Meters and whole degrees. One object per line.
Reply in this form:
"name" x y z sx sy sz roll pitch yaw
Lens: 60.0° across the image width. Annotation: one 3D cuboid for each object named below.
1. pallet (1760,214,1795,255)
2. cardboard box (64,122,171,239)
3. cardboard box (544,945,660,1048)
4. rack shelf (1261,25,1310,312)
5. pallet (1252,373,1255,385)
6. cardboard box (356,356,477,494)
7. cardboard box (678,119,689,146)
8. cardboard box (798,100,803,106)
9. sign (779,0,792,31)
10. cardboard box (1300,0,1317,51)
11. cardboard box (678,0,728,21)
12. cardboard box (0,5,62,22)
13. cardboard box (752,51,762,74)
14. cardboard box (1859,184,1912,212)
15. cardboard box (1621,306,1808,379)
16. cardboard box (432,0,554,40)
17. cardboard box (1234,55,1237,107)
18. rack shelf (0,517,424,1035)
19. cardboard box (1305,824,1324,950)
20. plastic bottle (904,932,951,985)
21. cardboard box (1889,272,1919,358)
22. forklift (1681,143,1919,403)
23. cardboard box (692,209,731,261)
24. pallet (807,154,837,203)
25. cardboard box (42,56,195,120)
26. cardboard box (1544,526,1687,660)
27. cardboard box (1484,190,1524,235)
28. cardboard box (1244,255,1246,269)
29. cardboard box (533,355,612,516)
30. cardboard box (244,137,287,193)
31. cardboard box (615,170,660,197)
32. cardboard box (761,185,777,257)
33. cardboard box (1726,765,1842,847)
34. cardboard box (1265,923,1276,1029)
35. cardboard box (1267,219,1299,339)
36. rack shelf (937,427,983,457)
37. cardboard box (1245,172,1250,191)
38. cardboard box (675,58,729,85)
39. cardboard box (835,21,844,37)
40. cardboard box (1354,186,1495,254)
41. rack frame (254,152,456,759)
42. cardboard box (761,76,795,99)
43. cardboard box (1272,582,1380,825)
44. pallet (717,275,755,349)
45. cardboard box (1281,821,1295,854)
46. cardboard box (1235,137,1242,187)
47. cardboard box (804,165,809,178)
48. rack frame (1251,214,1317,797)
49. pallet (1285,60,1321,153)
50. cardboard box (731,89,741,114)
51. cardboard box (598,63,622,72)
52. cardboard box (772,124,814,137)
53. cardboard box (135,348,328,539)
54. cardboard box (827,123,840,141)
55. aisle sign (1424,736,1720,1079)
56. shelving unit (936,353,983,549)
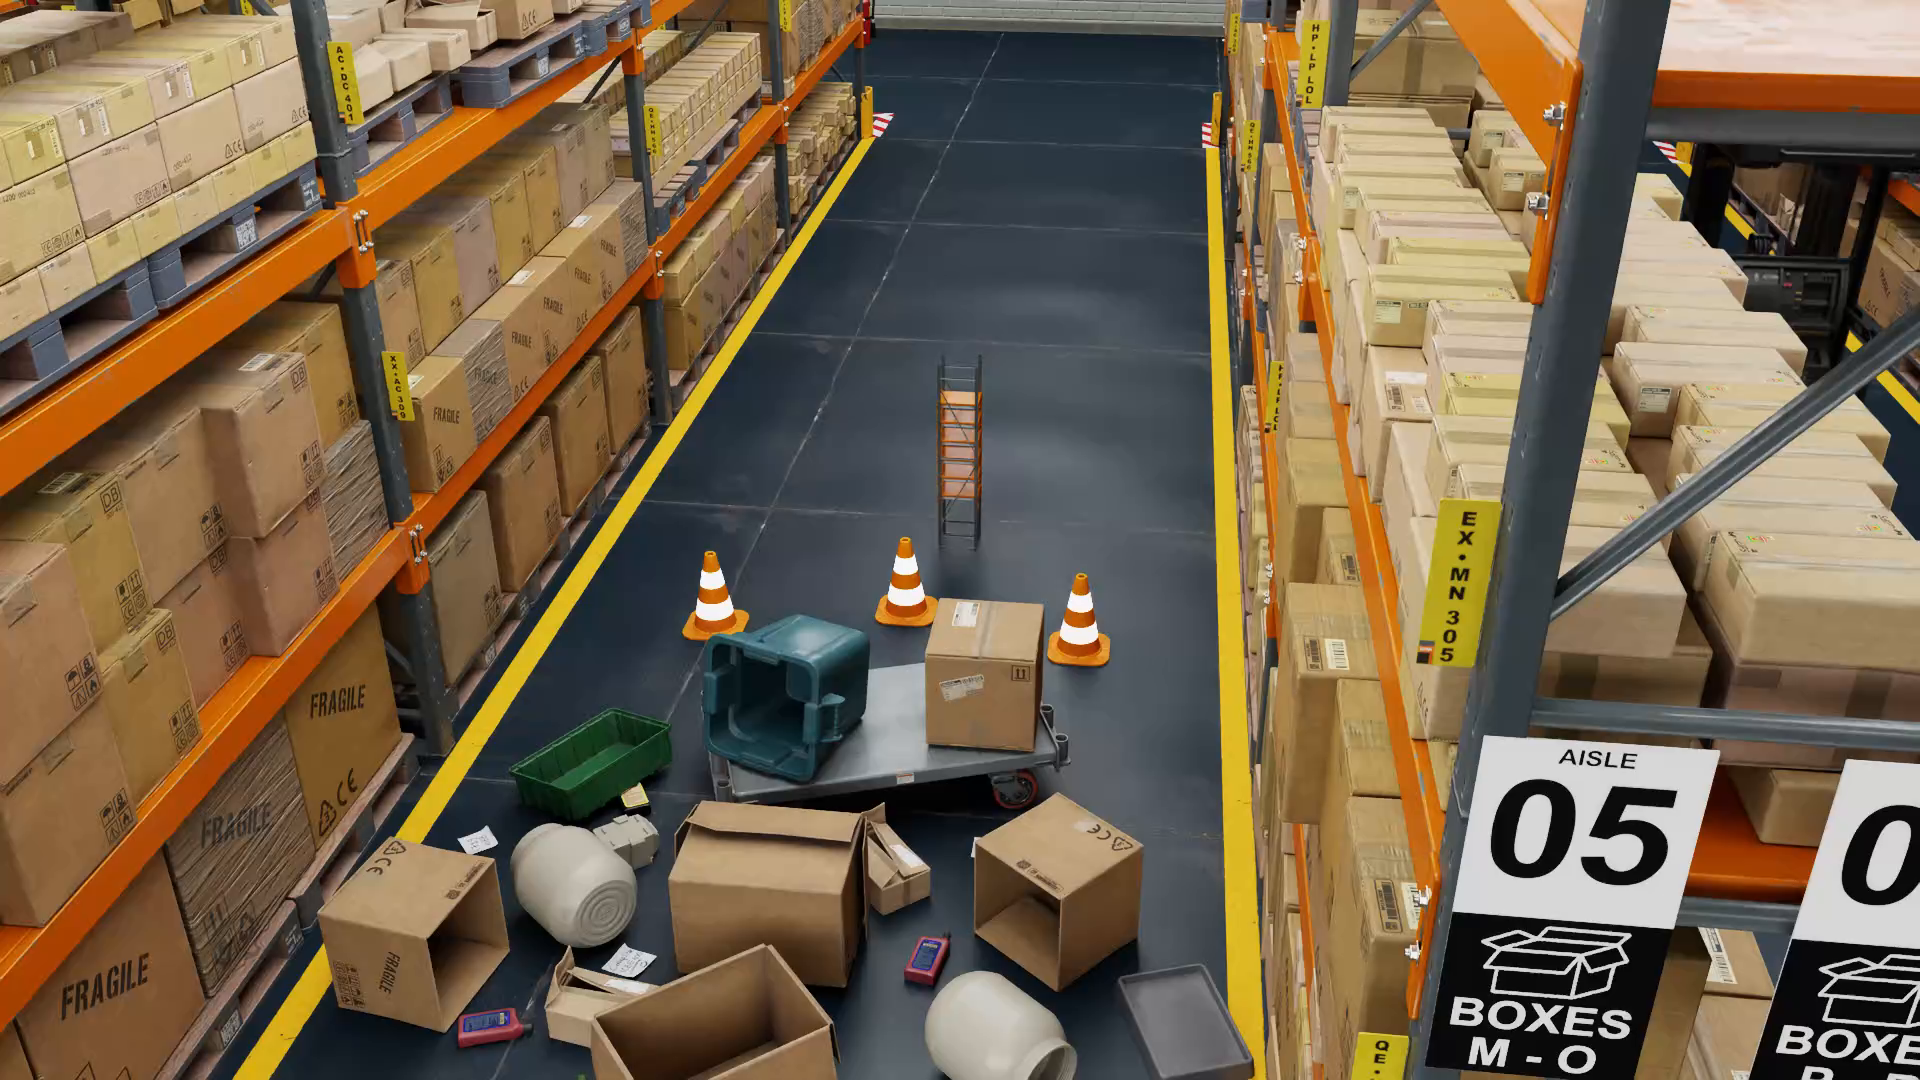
"pallet" 7.883 -2.629 14.907 1.003 0.211 1.213 3 28 6
"cardboard box" -2.965 -1.189 5.427 0.500 0.250 0.500 3 28 6
"cardboard box" -1.417 1.826 6.581 0.396 0.266 0.258 8 29 15
"rack shelf" 2.136 -1.999 8.394 1.077 0.370 4.000 3 28 6
"pallet" 2.552 -1.076 12.025 1.003 0.211 1.213 3 28 6
"cardboard box" -2.703 -0.570 8.040 0.500 0.500 0.500 4 29 7
"cardboard box" -2.195 -2.970 12.110 0.380 0.149 0.250 3 29 6
"cardboard box" -1.880 -4.771 17.879 0.380 0.149 0.250 4 29 7
"sign" -1.503 -4.539 14.292 0.100 0.325 0.005 3 28 6
"cardboard box" 2.255 -2.856 9.120 0.700 0.500 0.500 3 28 6
"cardboard box" -2.265 -4.912 14.732 0.500 0.500 0.500 2 28 4
"cardboard box" -7.191 -3.964 13.283 0.797 0.503 0.637 4 29 8
"cardboard box" -1.907 -4.066 14.144 0.380 0.149 0.250 4 29 8
"cardboard box" 7.505 -2.755 13.397 0.380 0.149 0.250 2 28 4
"cardboard box" 1.907 -0.476 4.232 0.380 0.149 0.250 4 29 8
"cardboard box" -2.479 -2.936 8.721 0.500 0.500 0.500 3 28 6
"cardboard box" 2.674 -4.097 14.587 0.500 0.500 0.500 4 29 7
"rack shelf" -3.279 0.964 6.056 1.077 0.370 4.000 3 28 6
"cardboard box" 1.324 0.912 4.976 0.500 0.500 0.500 3 28 6
"plastic bottle" -0.129 1.738 6.959 0.133 0.061 0.283 8 29 15
"cardboard box" 7.324 -1.673 12.386 0.500 0.500 0.500 2 28 4
"forklift" 4.838 -1.441 9.835 1.130 2.935 3.031 3 28 5
"cardboard box" -2.084 -2.373 12.894 0.500 0.250 0.500 4 29 7
"pallet" -1.860 -3.726 16.944 1.003 0.211 1.213 3 28 6
"cardboard box" -2.856 -1.539 5.657 0.380 0.149 0.250 4 29 7
"cardboard box" 1.149 0.091 3.179 0.380 0.149 0.250 4 29 7
"cardboard box" 2.043 -0.978 5.585 0.500 0.250 0.500 3 28 5
"cardboard box" 2.874 -2.773 14.032 0.875 0.875 0.875 4 29 8
"cardboard box" -2.812 -0.678 10.276 1.050 0.750 0.750 4 29 7
"cardboard box" -2.792 -1.424 6.285 0.380 0.149 0.250 4 29 7
"cardboard box" -2.289 -2.450 11.457 0.380 0.149 0.250 3 28 5
"cardboard box" -1.895 -2.781 14.443 0.500 0.500 0.500 3 28 5
"cardboard box" 1.764 0.482 3.296 0.380 0.149 0.250 3 28 6
"cardboard box" 1.434 1.735 6.322 0.500 0.250 0.500 3 28 6
"cardboard box" 1.912 -1.367 8.764 0.500 0.500 0.500 2 28 4
"rack shelf" -0.002 -0.588 9.917 0.258 0.103 0.180 3 28 6
"cardboard box" 2.247 -2.575 11.499 0.500 0.250 0.500 3 28 5
"cardboard box" -2.041 -3.709 13.166 0.380 0.149 0.250 2 28 5
"cardboard box" -1.415 -5.307 17.203 0.380 0.149 0.250 4 29 8
"cardboard box" 1.445 -0.996 5.198 0.380 0.149 0.250 2 28 5
"rack frame" -3.034 -0.294 7.633 1.000 3.000 0.127 3 28 6
"cardboard box" -1.695 -4.064 14.895 0.380 0.149 0.250 4 29 8
"cardboard box" 1.276 0.477 4.729 0.700 0.500 0.500 3 28 6
"pallet" -2.295 -1.890 13.535 1.003 0.211 1.213 3 28 6
"cardboard box" 1.384 1.042 6.135 0.380 0.149 0.250 5 29 9
"cardboard box" 2.344 -2.843 12.523 0.500 0.250 0.500 3 28 5
"cardboard box" -1.699 -3.639 16.405 0.380 0.149 0.250 2 28 4
"rack frame" 1.891 -0.054 7.188 1.000 3.000 0.127 3 28 6
"pallet" 2.196 -2.065 7.955 1.213 0.211 1.003 3 28 6
"cardboard box" -2.001 -3.578 13.551 0.380 0.149 0.250 2 28 4
"cardboard box" -2.716 -3.629 13.018 0.380 0.149 0.250 4 29 8
"cardboard box" -1.659 -4.022 16.489 0.380 0.149 0.250 2 28 4
"cardboard box" -3.066 -0.398 6.530 0.875 0.550 0.550 3 28 6
"cardboard box" -1.458 -4.249 17.224 0.380 0.149 0.250 4 29 7
"aisle sign" 1.105 0.697 3.053 0.394 0.787 0.004 3 28 6
"shelving unit" -0.002 -0.521 9.953 0.258 1.200 0.189 3 28 6
